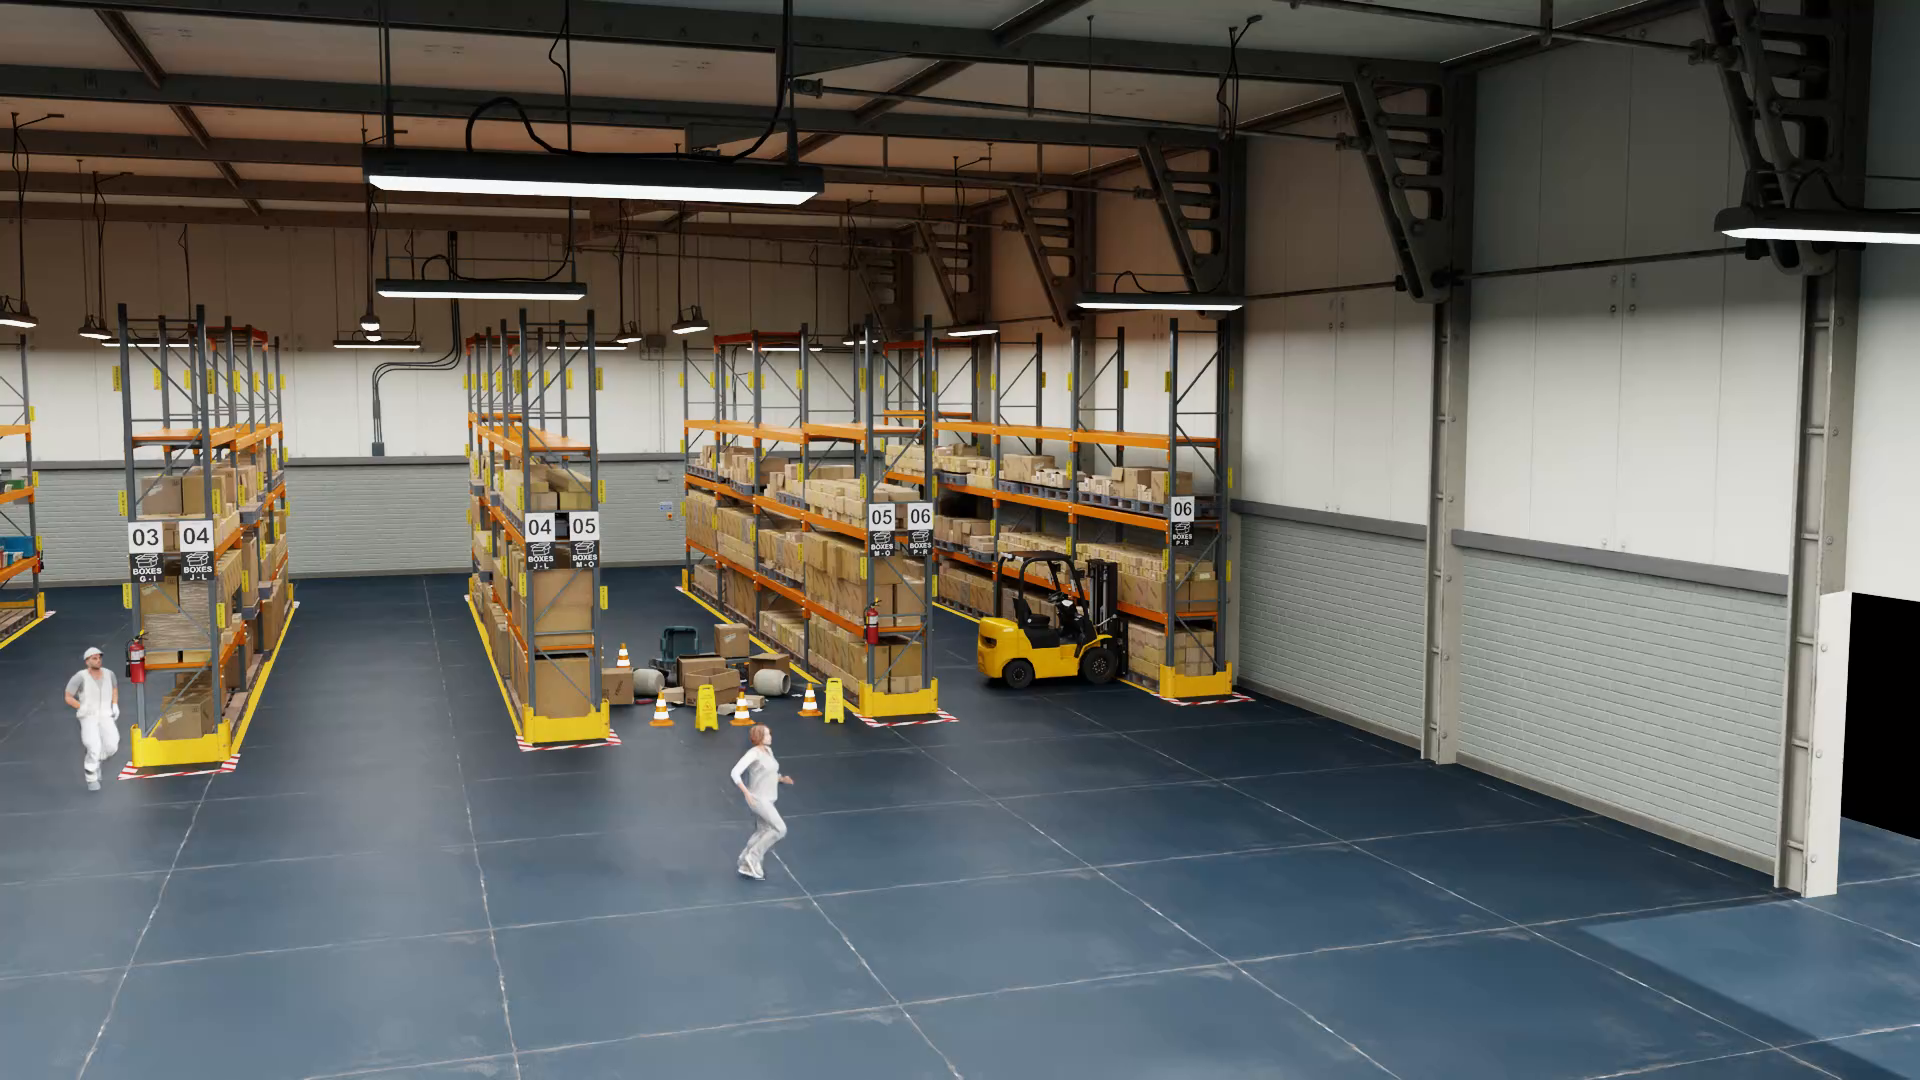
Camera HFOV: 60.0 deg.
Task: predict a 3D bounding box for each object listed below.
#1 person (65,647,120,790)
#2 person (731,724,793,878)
[{"bbox_3d":[-10.666,2.195,20.540,0.607,1.748,0.674,4,7,37],"label":"person"},{"bbox_3d":[-1.967,2.627,16.701,0.621,1.566,0.513,1,6,13],"label":"person"}]
